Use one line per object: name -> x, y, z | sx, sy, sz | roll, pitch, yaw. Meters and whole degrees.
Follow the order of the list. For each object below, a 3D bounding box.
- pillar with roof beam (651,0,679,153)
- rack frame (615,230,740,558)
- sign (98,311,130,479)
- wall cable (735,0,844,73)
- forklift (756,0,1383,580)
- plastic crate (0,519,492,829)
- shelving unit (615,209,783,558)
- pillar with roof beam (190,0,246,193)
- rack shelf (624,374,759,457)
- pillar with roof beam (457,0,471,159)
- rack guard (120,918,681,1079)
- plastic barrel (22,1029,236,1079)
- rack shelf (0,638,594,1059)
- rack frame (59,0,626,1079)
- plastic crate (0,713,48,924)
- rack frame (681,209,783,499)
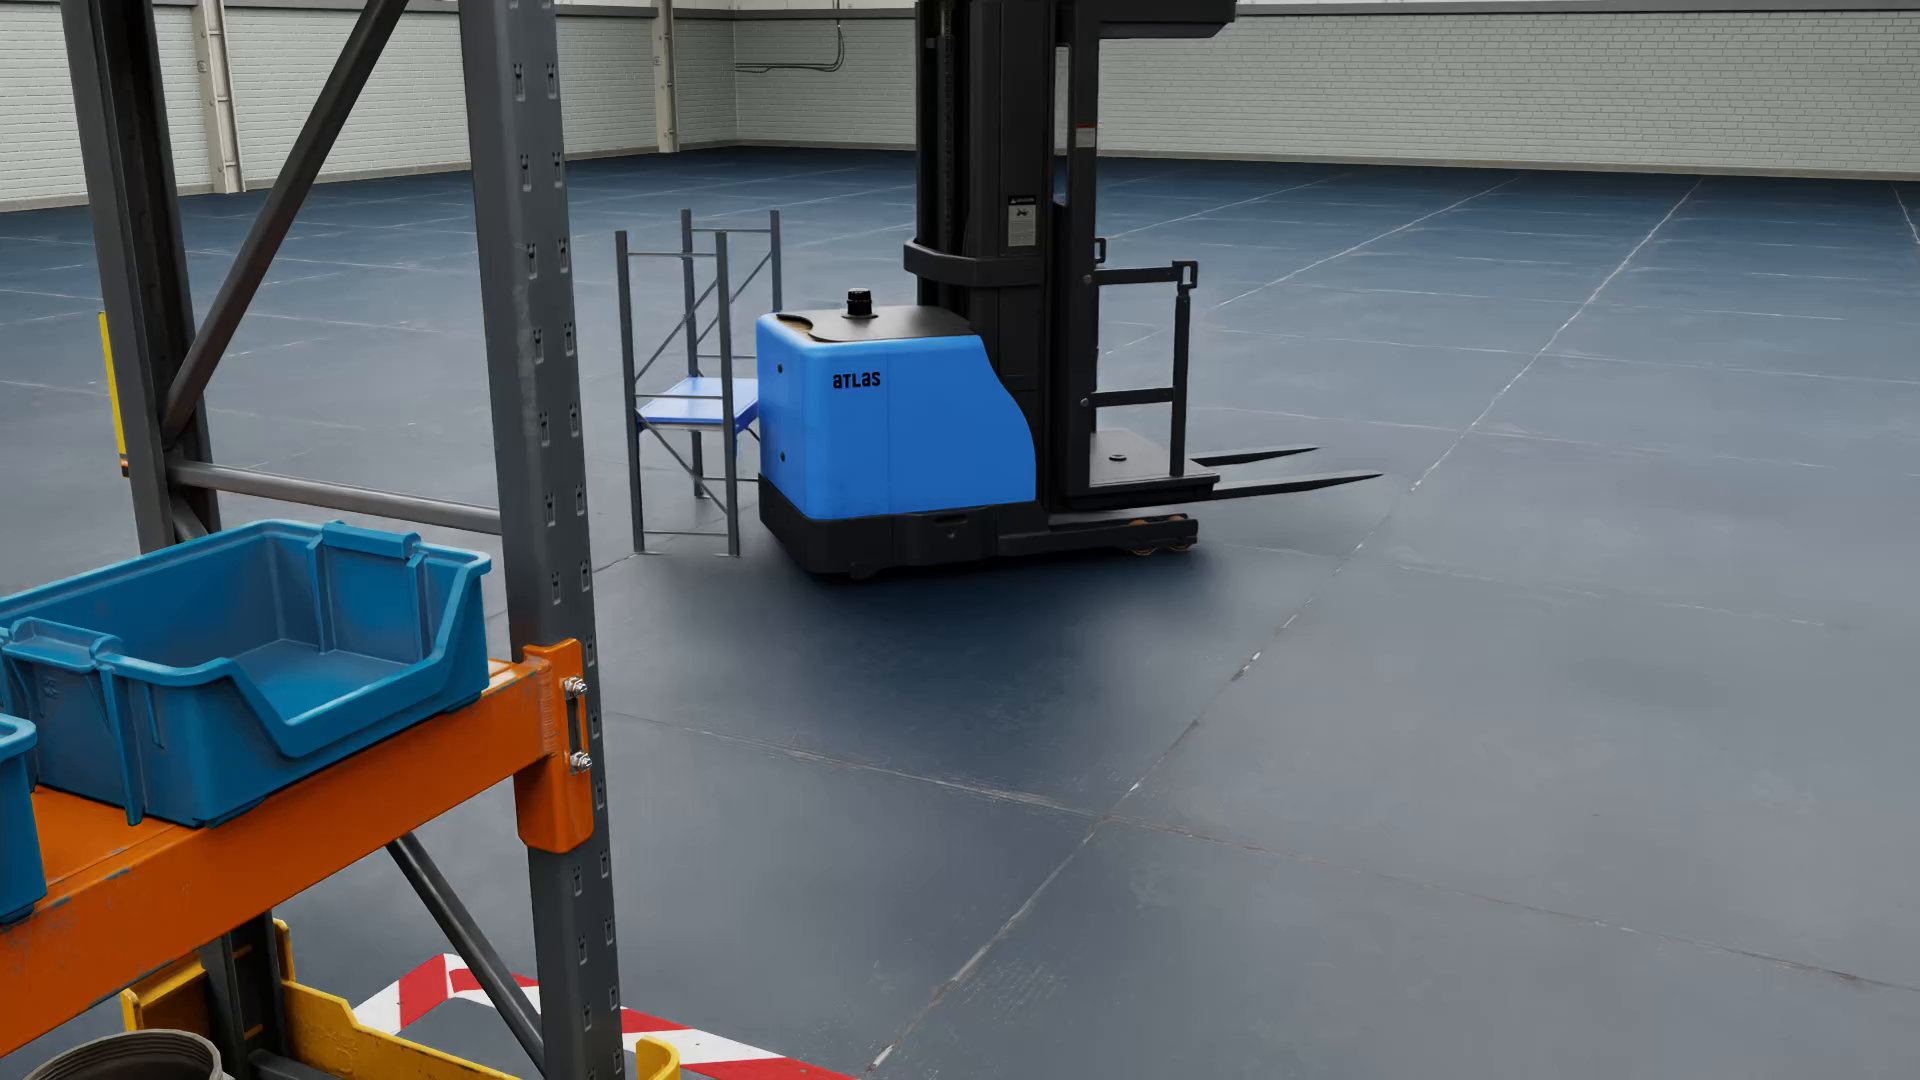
pillar with roof beam -> -2.702, -12.497, 34.295 | 9.100, 9.000, 0.400 | 8, 18, 25
rack frame -> -1.280, -0.648, 7.571 | 0.500, 1.500, 0.032 | 2, 17, 7
sign -> -1.592, -0.272, 3.187 | 0.100, 0.325, 0.005 | 8, 18, 25
wall cable -> -4.054, -12.138, 38.541 | 3.097, 2.526, 0.112 | 8, 18, 25
forklift -> 0.595, -1.466, 7.813 | 3.031, 2.935, 1.130 | -6, 18, -19
plastic crate -> -1.058, 0.168, 2.451 | 0.499, 0.251, 0.616 | 8, 18, 25
shelving unit -> -1.215, -0.791, 8.054 | 0.538, 1.500, 1.048 | 2, 17, 7
pillar with roof beam -> -8.064, -9.440, 24.004 | 9.100, 9.000, 0.400 | 8, 18, 25
rack shelf -> -1.215, -0.619, 8.105 | 0.538, 0.185, 1.000 | 2, 17, 7
pillar with roof beam -> -5.383, -10.969, 29.149 | 9.100, 9.000, 0.400 | 8, 18, 25
rack guard -> -1.094, 1.155, 3.258 | 1.175, 0.500, 0.348 | 8, 18, 25
plastic barrel -> -1.328, 1.100, 2.684 | 0.421, 0.512, 0.421 | 0, 17, 0
rack shelf -> -1.996, 0.786, 1.374 | 1.077, 0.370, 4.000 | 8, 18, 25
rack frame -> -1.105, -0.069, 2.988 | 0.949, 2.616, 0.053 | 8, 18, 25
plastic crate -> -1.353, 0.333, 1.896 | 0.499, 0.251, 0.408 | 8, 18, 25
rack frame -> -1.150, -0.935, 8.538 | 0.500, 1.500, 0.032 | 2, 17, 7
